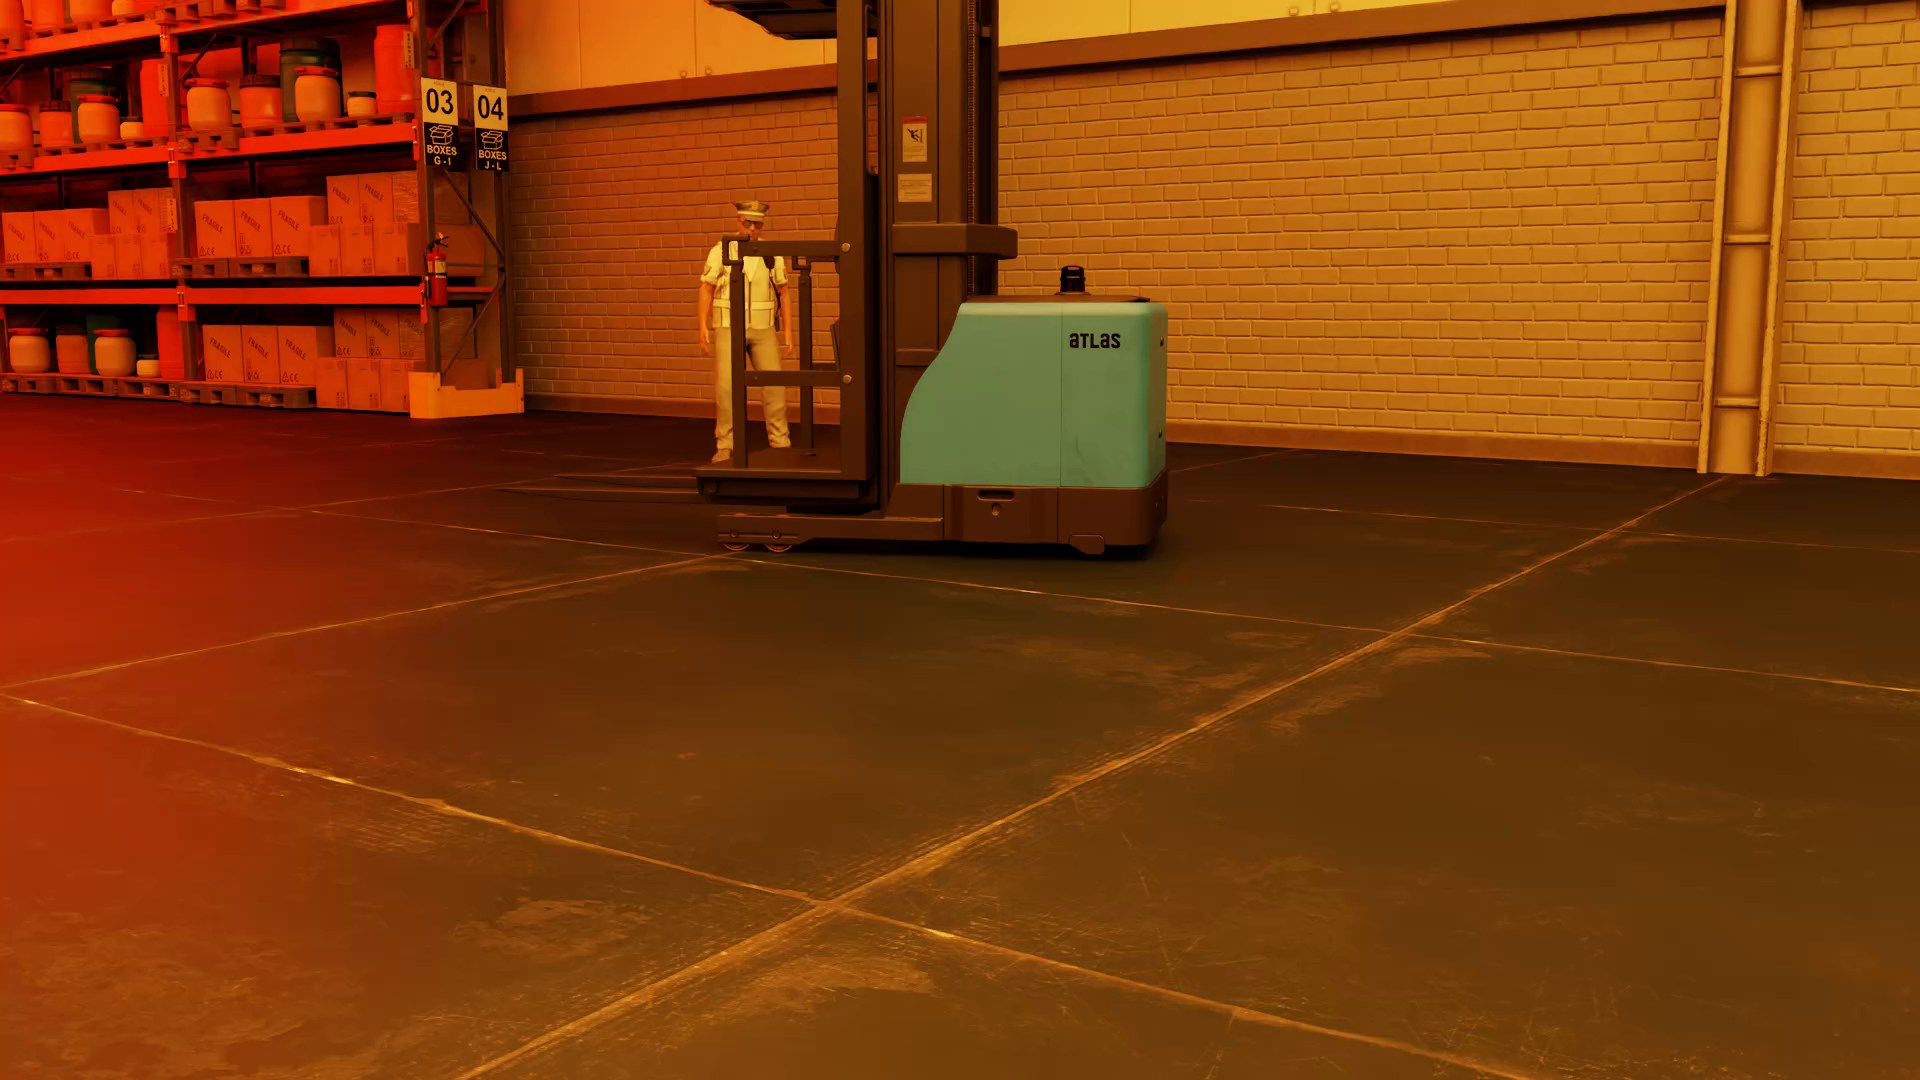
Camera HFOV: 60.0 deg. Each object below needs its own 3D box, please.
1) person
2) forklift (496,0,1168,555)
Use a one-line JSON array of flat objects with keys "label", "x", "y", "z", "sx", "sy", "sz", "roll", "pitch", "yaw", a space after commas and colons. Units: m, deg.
[{"label": "person", "x": -1.426, "y": -1.391, "z": 11.185, "sx": 0.664, "sy": 1.751, "sz": 0.463, "roll": -3, "pitch": 9, "yaw": -19}, {"label": "forklift", "x": -0.596, "y": -1.469, "z": 7.520, "sx": 3.031, "sy": 2.935, "sz": 1.130, "roll": 2, "pitch": 8, "yaw": 12}]
